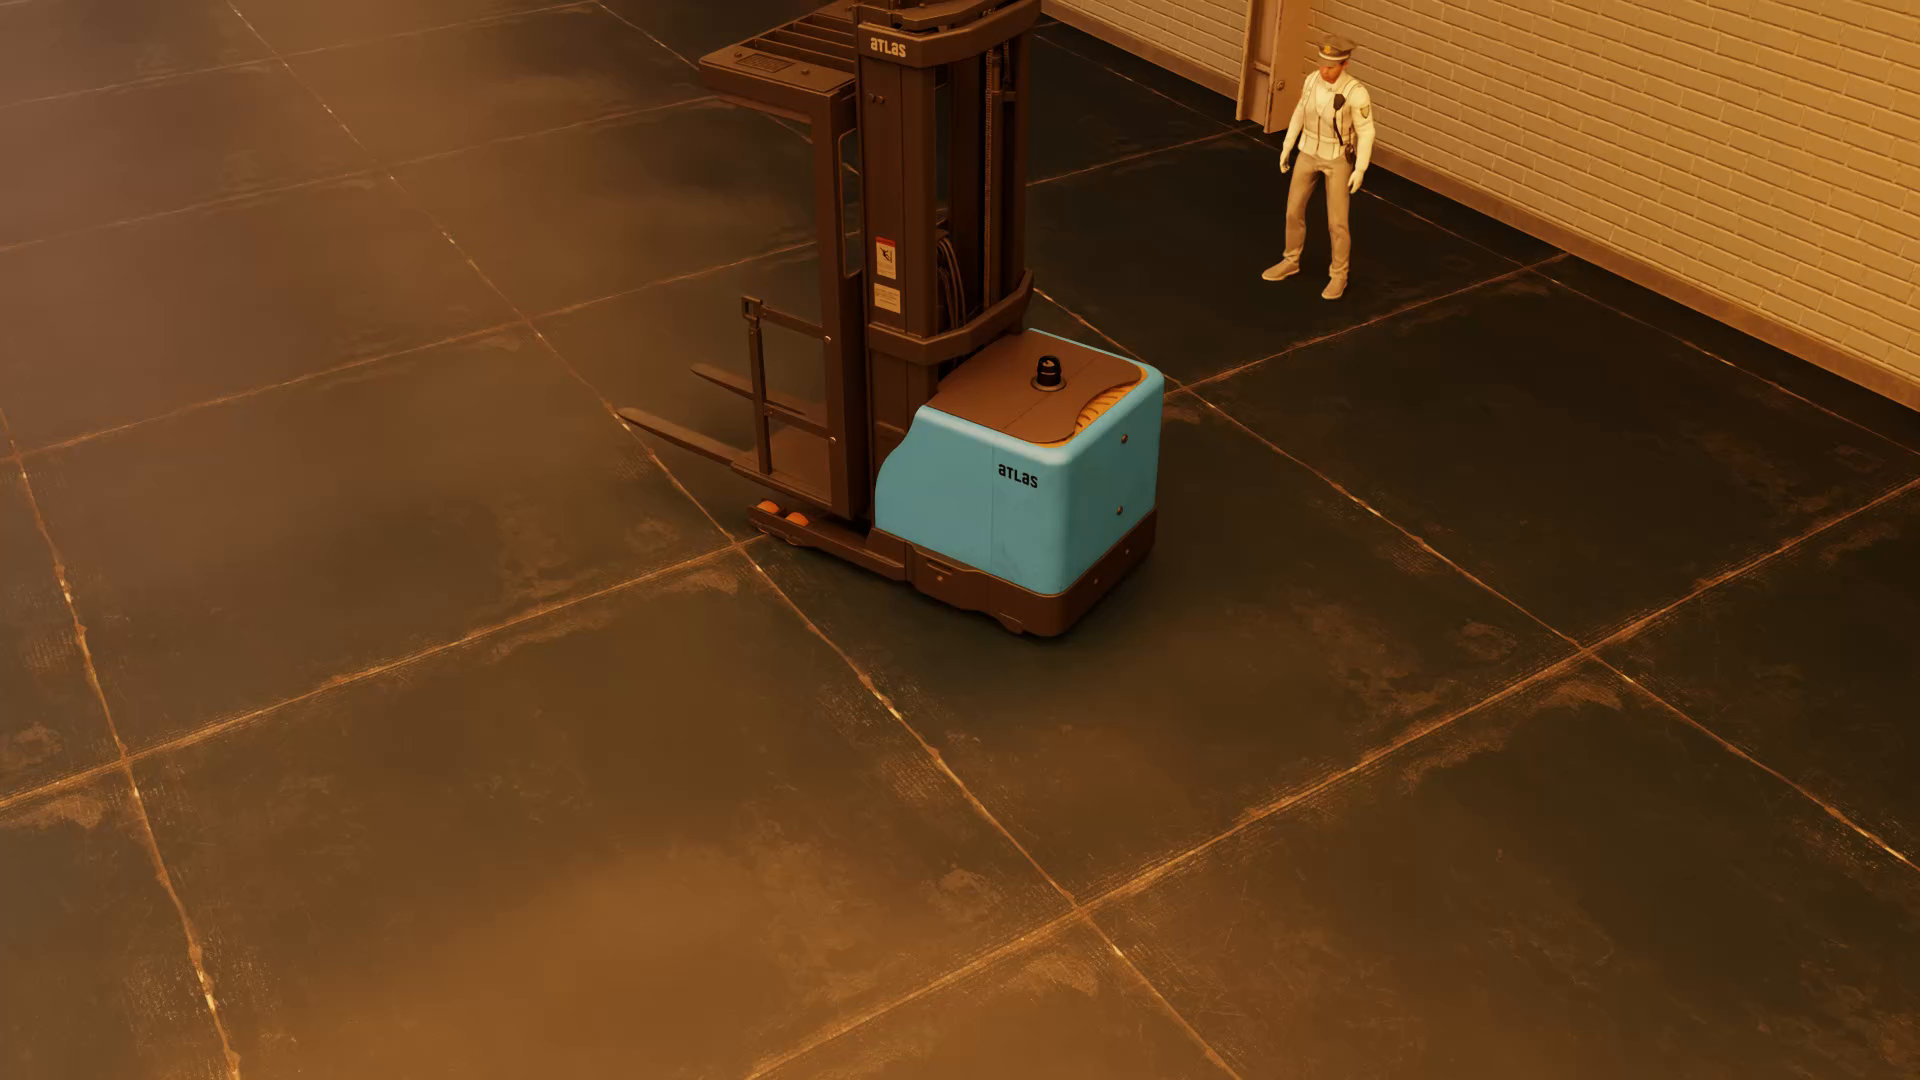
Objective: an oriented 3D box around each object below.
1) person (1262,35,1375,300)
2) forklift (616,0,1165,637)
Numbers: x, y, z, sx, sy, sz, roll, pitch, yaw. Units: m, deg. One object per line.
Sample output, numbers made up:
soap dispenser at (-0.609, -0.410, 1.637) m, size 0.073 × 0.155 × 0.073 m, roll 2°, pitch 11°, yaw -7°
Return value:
person at (2.336, -2.429, 10.711) m, size 0.610 × 1.667 × 0.397 m, roll 27°, pitch 43°, yaw 33°
forklift at (-0.500, -1.399, 8.138) m, size 3.031 × 2.935 × 1.130 m, roll 22°, pitch 41°, yaw 28°
